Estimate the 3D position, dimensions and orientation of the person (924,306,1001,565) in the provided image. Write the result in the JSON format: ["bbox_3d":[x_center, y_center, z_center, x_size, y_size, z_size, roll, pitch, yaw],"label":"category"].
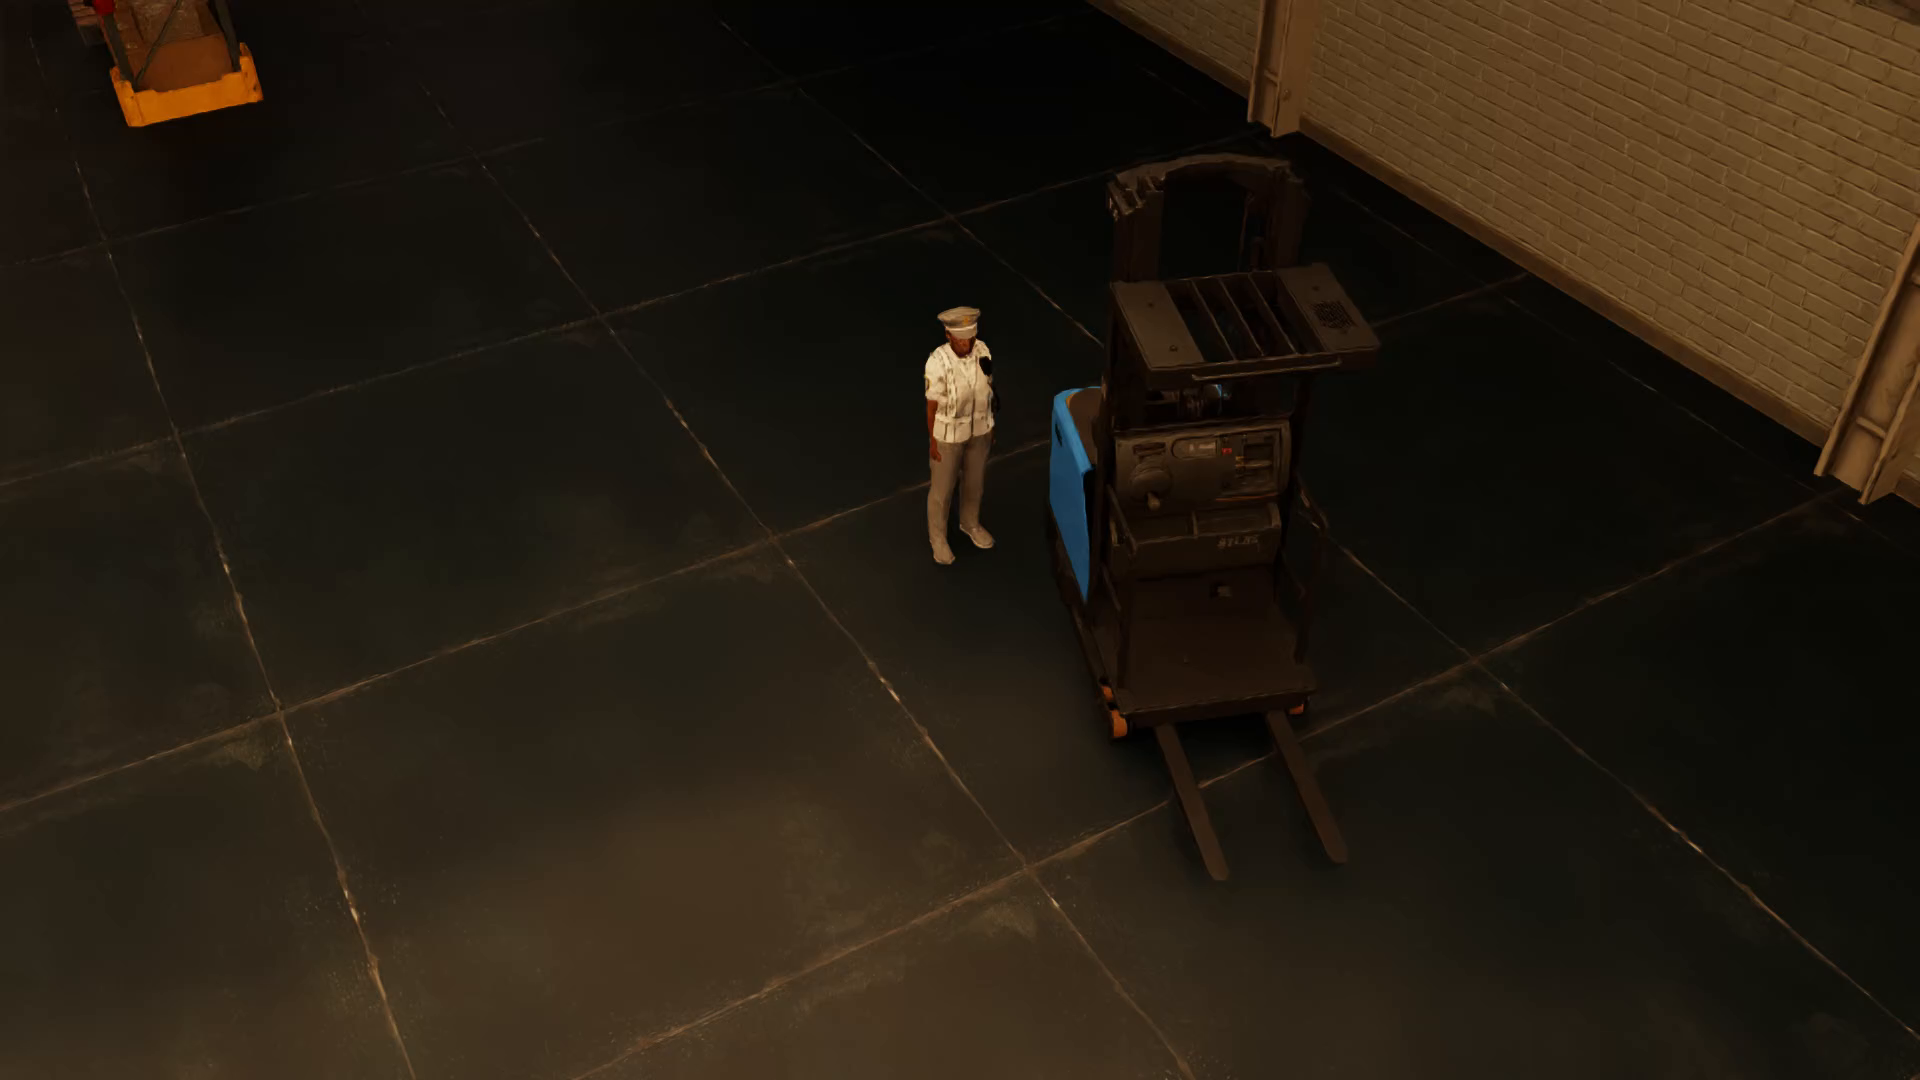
[{"bbox_3d":[0.004,-0.636,9.778,0.446,1.692,0.338,-20,44,-23],"label":"person"}]

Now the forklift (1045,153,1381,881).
[{"bbox_3d":[1.292,-0.305,8.404,1.130,2.935,3.031,-7,40,-8],"label":"forklift"}]
